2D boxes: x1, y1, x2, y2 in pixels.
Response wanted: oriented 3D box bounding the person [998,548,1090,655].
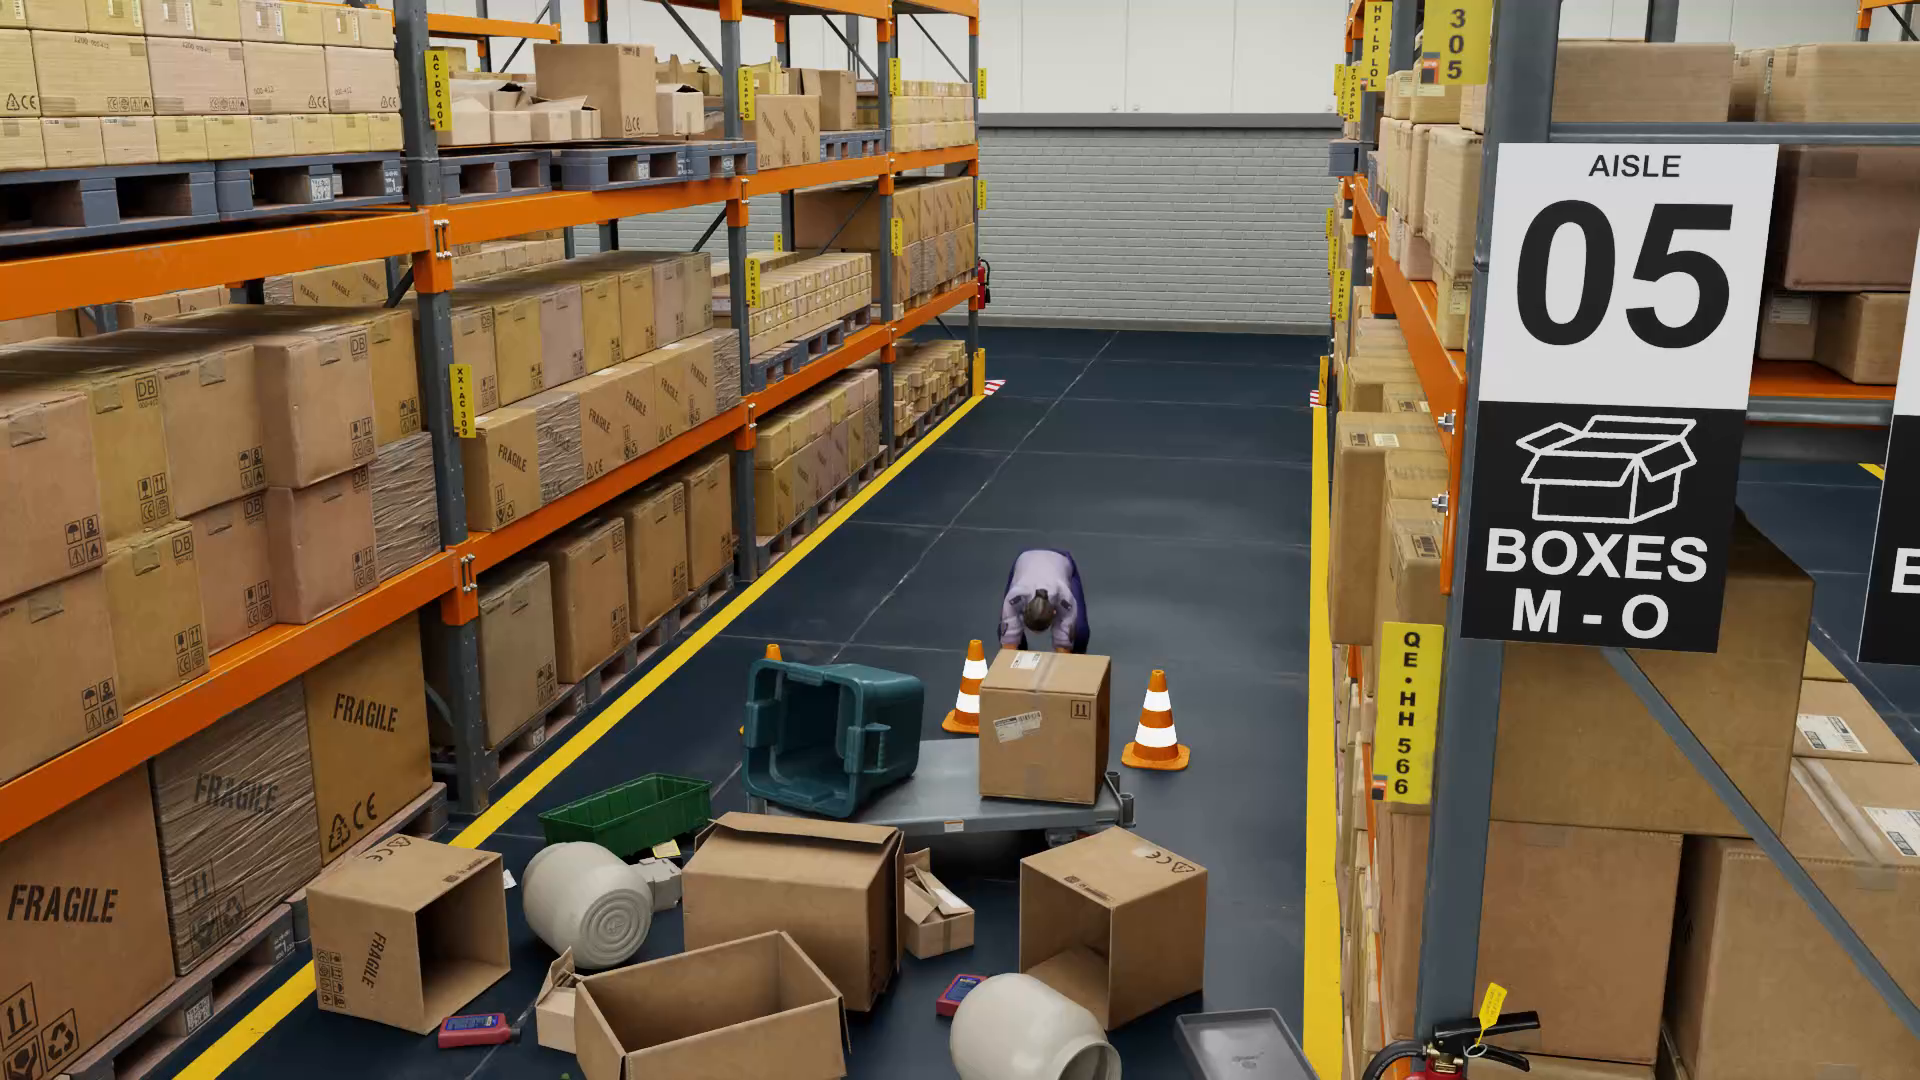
[{"bbox_3d":[0.470,0.505,9.309,0.515,0.808,0.904,1,15,5],"label":"person"}]
